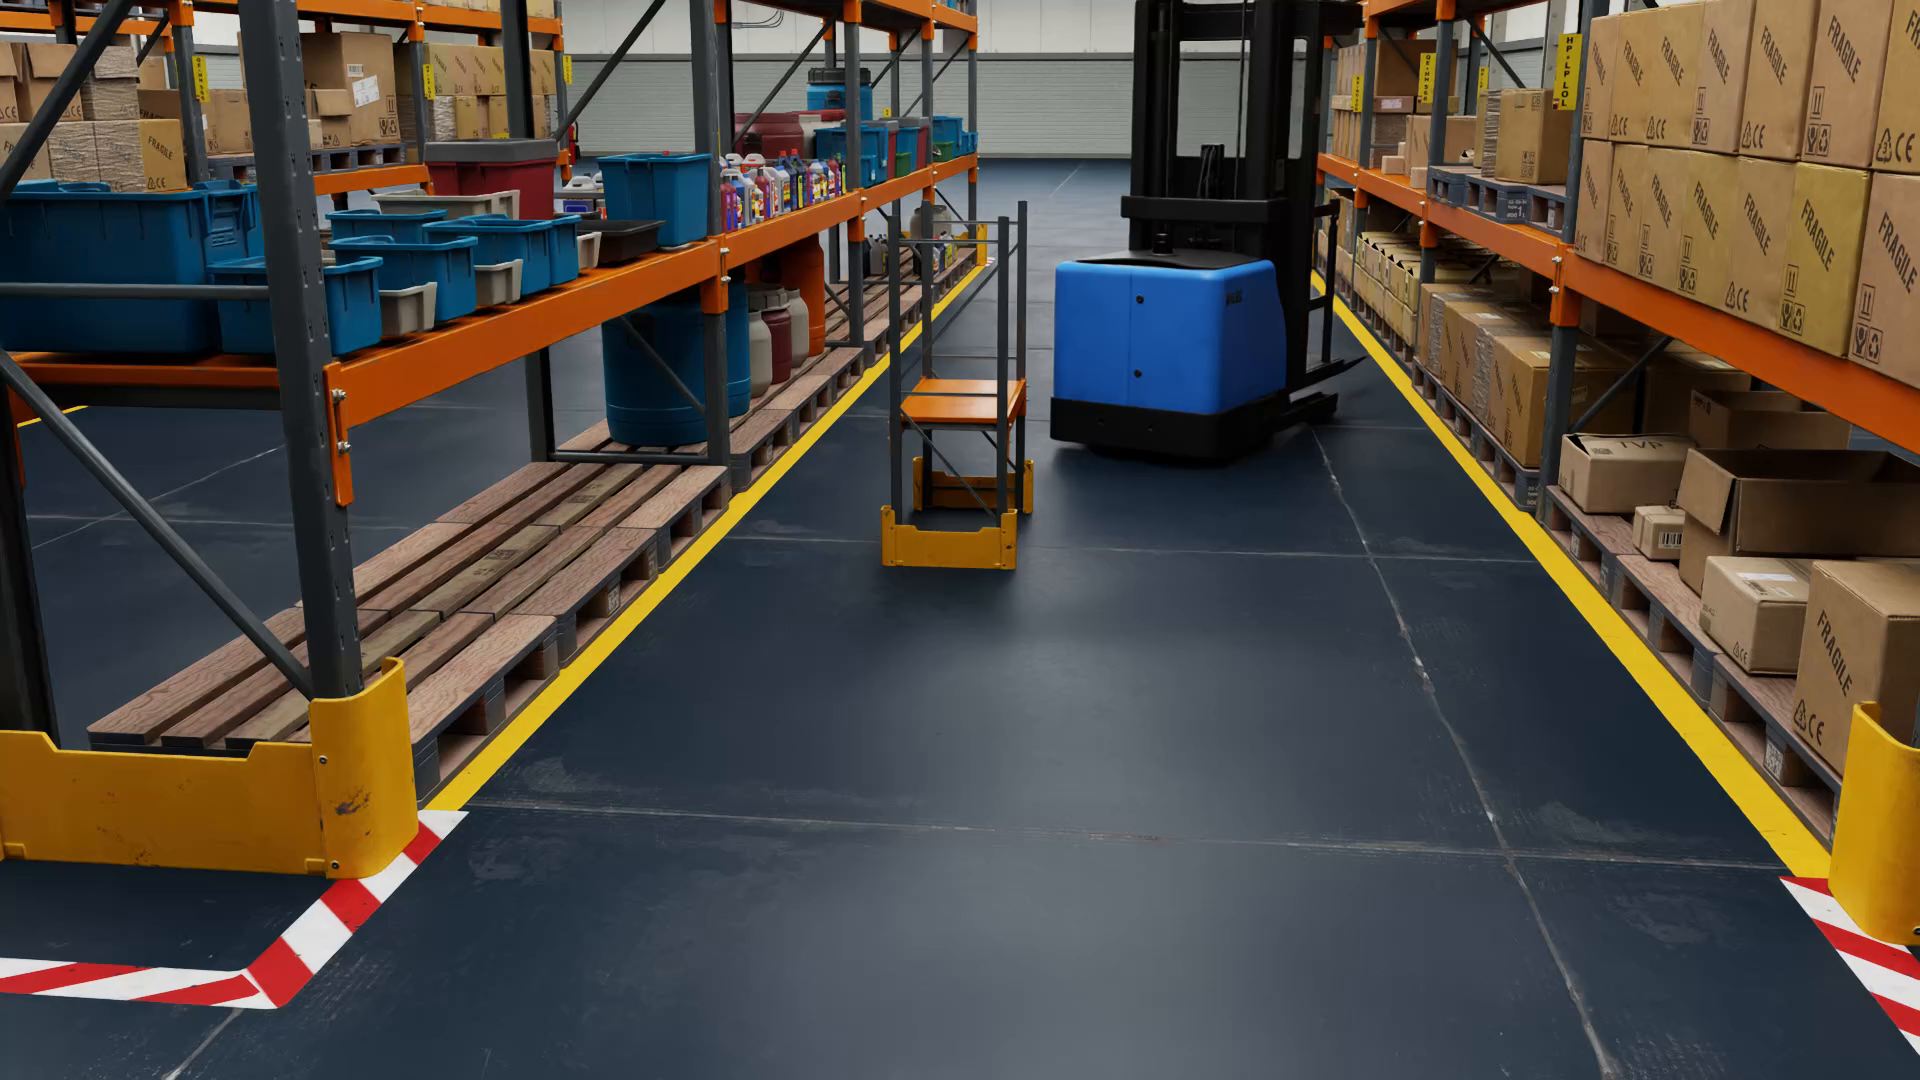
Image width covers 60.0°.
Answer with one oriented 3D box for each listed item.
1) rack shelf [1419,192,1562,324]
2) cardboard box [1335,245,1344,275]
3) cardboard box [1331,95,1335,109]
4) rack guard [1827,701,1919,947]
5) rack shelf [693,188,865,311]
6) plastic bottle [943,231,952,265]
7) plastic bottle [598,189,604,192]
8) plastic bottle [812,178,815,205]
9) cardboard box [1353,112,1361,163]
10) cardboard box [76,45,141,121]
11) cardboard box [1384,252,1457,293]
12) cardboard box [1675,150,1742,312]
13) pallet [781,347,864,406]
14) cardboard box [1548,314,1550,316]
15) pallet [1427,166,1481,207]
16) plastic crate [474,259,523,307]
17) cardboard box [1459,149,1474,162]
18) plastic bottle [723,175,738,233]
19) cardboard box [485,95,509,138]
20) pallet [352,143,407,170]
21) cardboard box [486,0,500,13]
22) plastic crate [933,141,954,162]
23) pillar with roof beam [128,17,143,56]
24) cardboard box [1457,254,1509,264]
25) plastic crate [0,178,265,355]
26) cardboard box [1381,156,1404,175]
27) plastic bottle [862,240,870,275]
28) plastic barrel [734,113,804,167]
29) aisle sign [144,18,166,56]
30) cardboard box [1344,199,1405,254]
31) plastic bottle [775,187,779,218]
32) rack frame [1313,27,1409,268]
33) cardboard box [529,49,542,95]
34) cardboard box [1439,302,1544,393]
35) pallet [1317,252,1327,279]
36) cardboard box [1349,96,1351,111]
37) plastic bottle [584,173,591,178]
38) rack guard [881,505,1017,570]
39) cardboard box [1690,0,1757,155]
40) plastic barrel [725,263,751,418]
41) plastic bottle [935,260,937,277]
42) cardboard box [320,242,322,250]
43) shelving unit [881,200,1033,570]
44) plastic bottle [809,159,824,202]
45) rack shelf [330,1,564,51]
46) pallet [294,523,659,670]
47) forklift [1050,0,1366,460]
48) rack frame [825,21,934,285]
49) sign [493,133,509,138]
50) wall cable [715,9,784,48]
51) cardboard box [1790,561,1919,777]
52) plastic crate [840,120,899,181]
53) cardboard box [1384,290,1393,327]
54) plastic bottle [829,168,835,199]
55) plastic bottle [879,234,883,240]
[{"bbox_3d":[3.486,-1.684,9.523,1.077,0.370,4.000,2,15,6],"label":"rack shelf"},{"bbox_3d":[4.106,-2.849,16.917,0.500,0.250,0.500,2,15,6],"label":"cardboard box"},{"bbox_3d":[4.356,-4.891,18.570,0.380,0.149,0.250,2,15,6],"label":"cardboard box"},{"bbox_3d":[2.818,0.711,4.073,1.175,0.500,0.348,2,15,6],"label":"rack guard"},{"bbox_3d":[-1.435,-1.831,10.066,1.077,0.370,4.000,2,15,6],"label":"rack shelf"},{"bbox_3d":[-0.165,-3.073,17.512,0.144,0.351,0.185,2,15,9],"label":"plastic bottle"},{"bbox_3d":[-1.876,-1.739,8.729,0.097,0.201,0.097,0,15,0],"label":"plastic bottle"},{"bbox_3d":[-0.965,-2.218,10.499,0.097,0.201,0.097,0,15,0],"label":"plastic bottle"},{"bbox_3d":[4.320,-4.018,16.585,0.700,0.500,0.500,2,15,7],"label":"cardboard box"},{"bbox_3d":[-6.230,-3.187,11.587,0.797,0.503,0.637,2,15,8],"label":"cardboard box"},{"bbox_3d":[3.638,-2.105,13.091,0.500,0.311,0.500,2,15,6],"label":"cardboard box"},{"bbox_3d":[2.763,-1.043,5.580,0.500,0.500,0.500,1,15,5],"label":"cardboard box"},{"bbox_3d":[-1.257,-1.146,11.494,1.003,0.211,1.213,2,15,6],"label":"pallet"},{"bbox_3d":[3.728,-1.036,9.693,0.500,0.500,0.500,1,15,4],"label":"cardboard box"},{"bbox_3d":[3.705,-2.280,10.715,1.213,0.211,1.003,2,15,6],"label":"pallet"},{"bbox_3d":[-1.562,-0.835,5.394,0.250,0.136,0.298,2,15,6],"label":"plastic crate"},{"bbox_3d":[3.796,-2.600,11.703,0.500,0.311,0.500,3,15,10],"label":"cardboard box"},{"bbox_3d":[-1.181,-1.721,8.502,0.061,0.283,0.133,2,15,6],"label":"plastic bottle"},{"bbox_3d":[-5.422,-4.577,18.081,0.875,0.500,0.500,2,15,6],"label":"cardboard box"},{"bbox_3d":[-5.910,-3.594,15.575,1.003,0.211,1.213,2,15,6],"label":"pallet"},{"bbox_3d":[-5.201,-5.768,17.789,0.500,0.250,0.500,1,15,5],"label":"cardboard box"},{"bbox_3d":[-0.325,-3.976,17.026,0.450,0.188,0.662,2,15,6],"label":"plastic crate"},{"bbox_3d":[-14.673,-12.639,37.163,9.100,9.000,0.400,2,15,6],"label":"pillar with roof beam"},{"bbox_3d":[4.173,-2.092,13.043,0.500,0.311,0.500,1,15,5],"label":"cardboard box"},{"bbox_3d":[-2.260,-0.761,4.546,0.616,0.435,0.499,2,15,6],"label":"plastic crate"},{"bbox_3d":[3.860,-3.243,14.389,0.380,0.149,0.250,2,15,6],"label":"cardboard box"},{"bbox_3d":[-0.972,-2.844,16.665,0.144,0.351,0.185,1,15,5],"label":"plastic bottle"},{"bbox_3d":[-1.458,-2.892,12.351,0.600,0.536,0.708,2,15,6],"label":"plastic barrel"},{"bbox_3d":[-9.839,-6.355,20.437,0.394,0.787,0.004,2,15,6],"label":"aisle sign"},{"bbox_3d":[4.066,-3.081,16.337,0.500,0.500,0.500,2,15,6],"label":"cardboard box"},{"bbox_3d":[-1.085,-1.942,9.479,0.097,0.201,0.097,0,15,0],"label":"plastic bottle"},{"bbox_3d":[4.614,-4.625,19.021,1.000,3.000,0.127,2,15,6],"label":"rack frame"},{"bbox_3d":[-5.095,-5.313,18.886,0.500,0.500,0.500,2,15,6],"label":"cardboard box"},{"bbox_3d":[3.261,-1.181,10.228,0.500,0.500,0.500,1,15,6],"label":"cardboard box"},{"bbox_3d":[4.570,-3.080,18.647,1.003,0.211,1.213,2,15,6],"label":"pallet"},{"bbox_3d":[4.153,-4.424,16.843,0.380,0.149,0.250,2,15,8],"label":"cardboard box"},{"bbox_3d":[-1.957,-1.777,8.709,0.061,0.283,0.133,2,15,6],"label":"plastic bottle"},{"bbox_3d":[-0.048,-0.011,7.225,0.587,0.250,0.087,2,15,6],"label":"rack guard"},{"bbox_3d":[2.754,-1.529,5.463,0.500,0.500,0.500,2,15,8],"label":"cardboard box"},{"bbox_3d":[-1.503,-1.174,9.472,0.600,0.901,0.708,2,15,6],"label":"plastic barrel"},{"bbox_3d":[-0.275,-2.692,16.391,0.097,0.201,0.097,0,15,0],"label":"plastic bottle"},{"bbox_3d":[-5.968,-2.315,14.422,0.700,0.500,0.500,3,15,11],"label":"cardboard box"},{"bbox_3d":[0.009,-0.744,7.539,0.587,1.500,1.083,2,15,6],"label":"shelving unit"},{"bbox_3d":[-0.932,-2.327,10.770,0.097,0.271,0.097,0,15,0],"label":"plastic bottle"},{"bbox_3d":[-5.454,-5.500,17.888,1.077,0.370,4.000,2,15,6],"label":"rack shelf"},{"bbox_3d":[-1.841,0.195,6.535,1.003,0.211,1.213,2,15,6],"label":"pallet"},{"bbox_3d":[1.727,-2.189,10.141,1.130,2.935,3.031,9,18,31],"label":"forklift"},{"bbox_3d":[-0.758,-3.735,15.727,1.000,3.000,0.127,2,15,6],"label":"rack frame"},{"bbox_3d":[-2.207,-1.810,8.080,0.100,0.325,0.005,2,15,6],"label":"sign"},{"bbox_3d":[-6.519,-17.961,50.331,2.305,6.003,0.169,2,15,6],"label":"wall cable"},{"bbox_3d":[2.626,0.370,4.491,0.500,0.500,0.500,2,15,6],"label":"cardboard box"},{"bbox_3d":[-0.723,-3.138,13.399,0.402,0.464,0.583,2,15,6],"label":"plastic crate"},{"bbox_3d":[3.643,-1.834,13.160,0.500,0.250,0.500,2,15,8],"label":"cardboard box"},{"bbox_3d":[-0.889,-2.395,11.152,0.097,0.201,0.097,0,15,0],"label":"plastic bottle"},{"bbox_3d":[-0.865,-3.154,17.941,0.061,0.283,0.133,2,15,7],"label":"plastic bottle"}]
